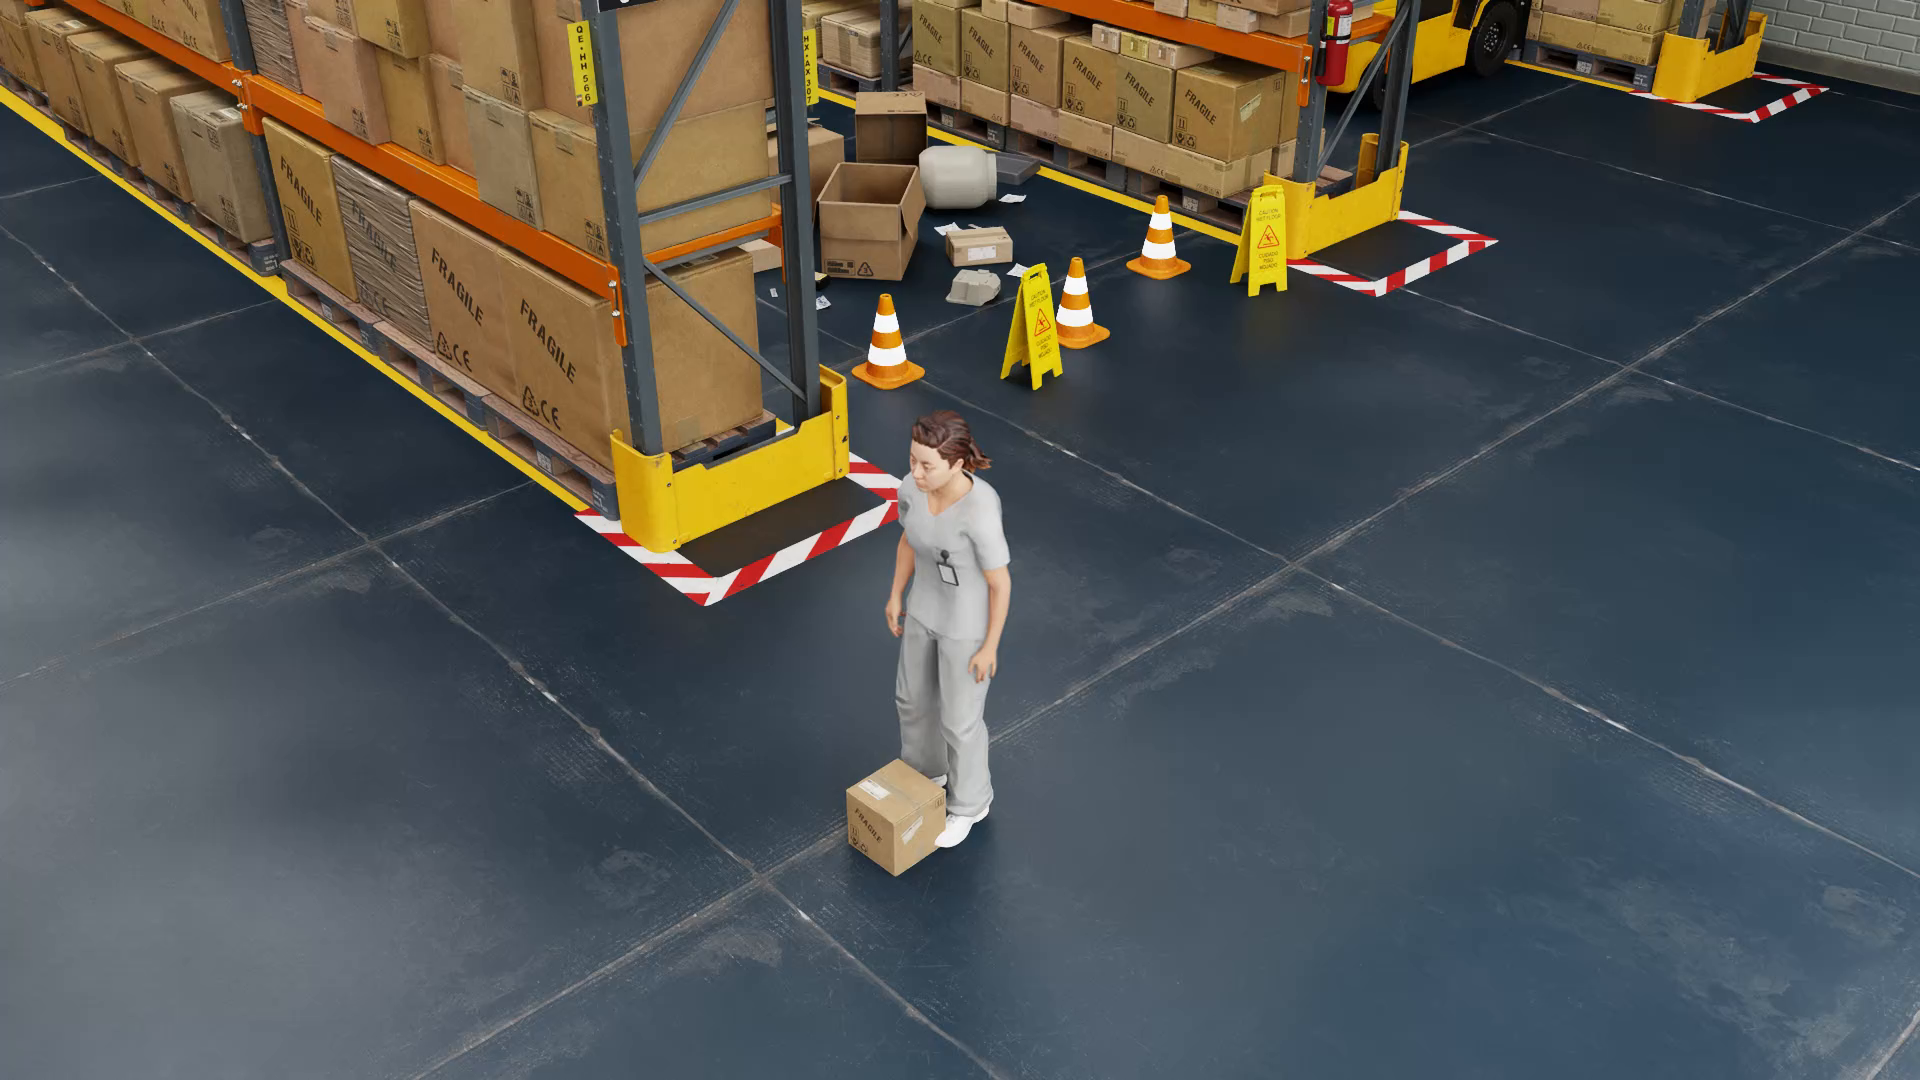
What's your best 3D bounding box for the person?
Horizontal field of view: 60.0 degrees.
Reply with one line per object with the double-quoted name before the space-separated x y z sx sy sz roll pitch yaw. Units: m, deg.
"person" -0.052 0.288 5.673 0.513 1.673 0.360 27 41 36
